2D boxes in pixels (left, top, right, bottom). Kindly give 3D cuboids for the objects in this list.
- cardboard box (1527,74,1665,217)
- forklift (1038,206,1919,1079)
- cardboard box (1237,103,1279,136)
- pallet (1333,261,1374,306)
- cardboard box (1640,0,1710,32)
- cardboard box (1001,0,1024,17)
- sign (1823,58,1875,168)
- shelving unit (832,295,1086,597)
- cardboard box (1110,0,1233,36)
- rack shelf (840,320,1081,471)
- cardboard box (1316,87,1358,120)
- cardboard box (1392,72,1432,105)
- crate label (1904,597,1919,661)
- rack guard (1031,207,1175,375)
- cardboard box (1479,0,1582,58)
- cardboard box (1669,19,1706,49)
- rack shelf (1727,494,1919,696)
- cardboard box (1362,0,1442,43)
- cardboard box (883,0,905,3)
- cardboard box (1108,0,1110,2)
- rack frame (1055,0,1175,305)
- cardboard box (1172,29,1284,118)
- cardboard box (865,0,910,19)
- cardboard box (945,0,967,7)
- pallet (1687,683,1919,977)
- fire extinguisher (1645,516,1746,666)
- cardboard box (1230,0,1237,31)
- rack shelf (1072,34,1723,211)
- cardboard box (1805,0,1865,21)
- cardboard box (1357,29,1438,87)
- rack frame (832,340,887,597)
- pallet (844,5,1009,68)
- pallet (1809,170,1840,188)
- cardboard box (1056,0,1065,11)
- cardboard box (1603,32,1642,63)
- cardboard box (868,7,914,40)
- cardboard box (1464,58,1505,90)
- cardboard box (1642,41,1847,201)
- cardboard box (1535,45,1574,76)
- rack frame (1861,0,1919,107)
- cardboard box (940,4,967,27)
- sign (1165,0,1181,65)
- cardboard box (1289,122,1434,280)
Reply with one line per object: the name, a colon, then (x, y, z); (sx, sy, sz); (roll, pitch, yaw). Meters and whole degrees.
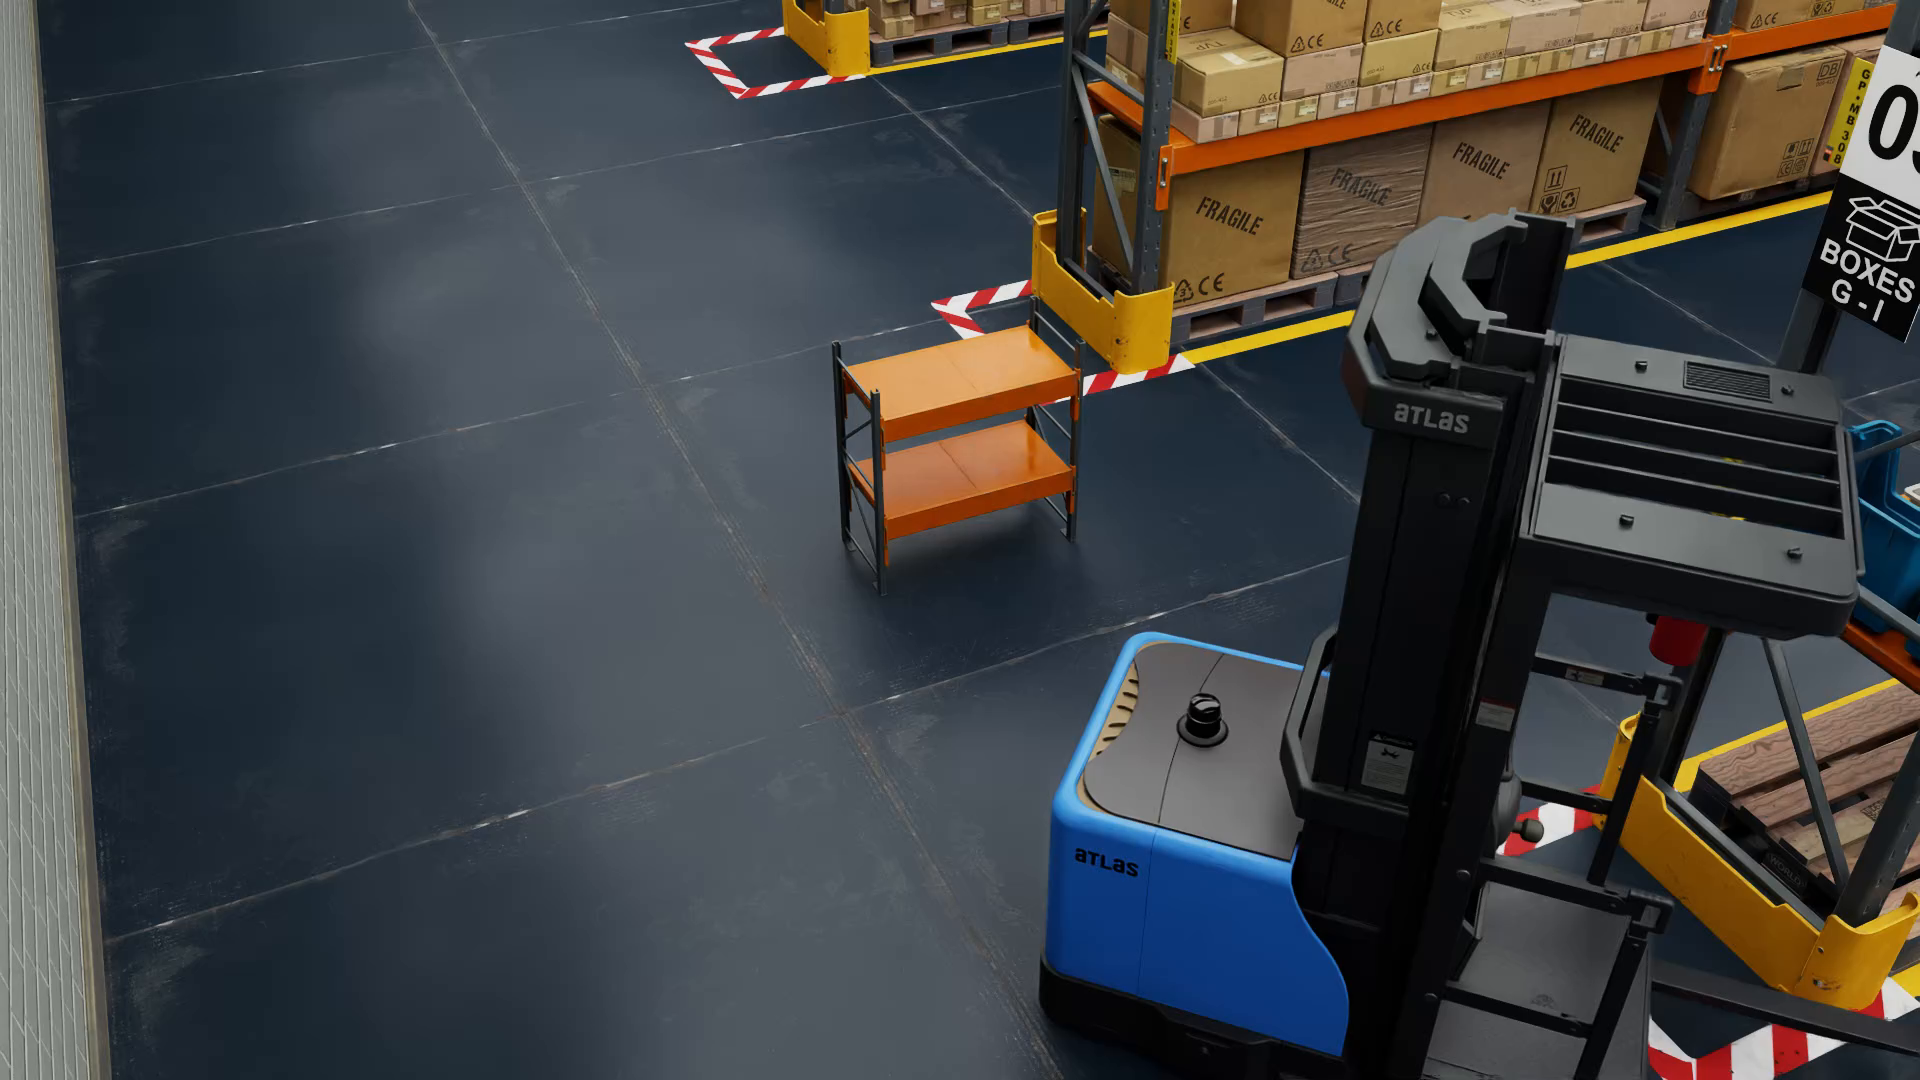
cardboard box: (3.837, -2.706, 10.811); (0.875, 0.875, 0.875); (-16, 39, -20)
forklift: (1.851, 0.577, 5.012); (3.031, 2.935, 1.130); (13, 38, 16)
cardboard box: (1.541, -2.379, 9.150); (0.250, 0.149, 0.380); (-16, 40, -21)
pallet: (2.641, -1.933, 10.679); (1.213, 0.211, 1.003); (-16, 39, -20)
cardboard box: (4.180, -3.321, 10.085); (0.500, 0.250, 0.500); (-16, 40, -21)
cardboard box: (0.334, -4.485, 13.819); (0.250, 0.149, 0.380); (-16, 39, -20)
sign: (2.704, -1.286, 5.036); (0.005, 0.325, 0.100); (-16, 39, -20)
shelving unit: (-0.006, -0.450, 7.913); (1.048, 1.125, 0.538); (-16, 39, -20)
cardboard box: (1.177, -3.128, 9.196); (0.500, 0.500, 0.500); (-15, 39, -19)
rack shelf: (-0.006, -0.685, 7.738); (1.000, 0.278, 0.538); (-16, 39, -20)
cardboard box: (2.008, -2.511, 9.328); (0.250, 0.149, 0.380); (-16, 40, -21)
cardboard box: (2.472, -2.640, 9.502); (0.250, 0.149, 0.380); (-16, 39, -20)
crate label: (3.315, 0.327, 5.381); (0.303, 0.233, 0.416); (-16, 39, -20)
rack guard: (0.826, -1.492, 9.842); (0.348, 0.500, 1.175); (-16, 39, -20)
cardboard box: (3.251, -3.059, 9.733); (0.500, 0.250, 0.500); (-15, 39, -19)
cardboard box: (4.332, -3.160, 10.203); (0.250, 0.149, 0.380); (-15, 39, -20)
rack shelf: (4.762, -0.048, 6.401); (4.000, 0.370, 1.077); (-16, 39, -20)
cardboard box: (2.316, -3.099, 9.158); (0.500, 0.500, 0.500); (-17, 40, -21)
cardboard box: (-0.550, -4.415, 13.225); (0.250, 0.149, 0.380); (-17, 40, -22)
cardboard box: (1.305, -4.694, 14.101); (0.250, 0.149, 0.380); (-16, 39, -20)
rack frame: (0.848, -2.502, 9.106); (0.127, 3.000, 1.000); (-16, 39, -20)
cardboard box: (1.397, -2.537, 9.029); (0.500, 0.250, 0.500); (-17, 40, -21)
cardboard box: (-0.585, -4.340, 13.374); (0.250, 0.149, 0.380); (-14, 39, -18)
cardboard box: (-0.129, -4.488, 13.574); (0.250, 0.149, 0.380); (-15, 39, -19)
pallet: (3.715, 1.101, 6.588); (1.213, 0.211, 1.003); (-16, 39, -20)
fire extinguisher: (2.622, 0.143, 5.918); (0.183, 0.674, 0.296); (-16, 39, -20)
cardboard box: (1.633, -2.955, 9.593); (0.500, 0.250, 0.500); (-16, 40, -21)
rack shelf: (2.658, -2.720, 10.002); (4.000, 0.370, 1.077); (-16, 39, -20)
cardboard box: (5.446, -3.664, 10.588); (0.500, 0.500, 0.500); (-16, 39, -20)
cardboard box: (2.321, -2.798, 9.380); (0.500, 0.250, 0.500); (-17, 40, -21)
rack frame: (-0.466, -0.321, 7.739); (0.032, 1.125, 0.500); (-16, 39, -20)
pallet: (-0.349, -4.288, 13.855); (1.213, 0.211, 1.003); (-16, 39, -20)
pallet: (6.241, -2.942, 12.039); (1.213, 0.211, 1.003); (-16, 39, -20)
cardboard box: (0.837, -4.585, 13.954); (0.250, 0.149, 0.380); (-16, 39, -20)
cardboard box: (3.866, -3.030, 10.028); (0.250, 0.149, 0.380); (-16, 40, -21)
cardboard box: (-0.558, -4.186, 13.417); (0.250, 0.149, 0.380); (-15, 39, -19)
cardboard box: (2.938, -2.771, 9.678); (0.250, 0.149, 0.380); (-15, 39, -19)
cardboard box: (5.039, -3.003, 11.212); (0.875, 0.875, 1.225); (-15, 39, -20)
cardboard box: (3.400, -2.899, 9.852); (0.250, 0.149, 0.380); (-15, 39, -19)
rack frame: (2.952, -2.241, 3.717); (0.127, 3.000, 1.000); (-16, 39, -20)
cardboard box: (-0.134, -4.363, 13.655); (0.250, 0.149, 0.380); (-15, 39, -19)
sign: (1.078, -2.581, 8.419); (0.005, 0.325, 0.100); (-16, 39, -20)
cardboard box: (2.217, -2.253, 10.201); (0.875, 0.875, 0.875); (-16, 39, -20)
